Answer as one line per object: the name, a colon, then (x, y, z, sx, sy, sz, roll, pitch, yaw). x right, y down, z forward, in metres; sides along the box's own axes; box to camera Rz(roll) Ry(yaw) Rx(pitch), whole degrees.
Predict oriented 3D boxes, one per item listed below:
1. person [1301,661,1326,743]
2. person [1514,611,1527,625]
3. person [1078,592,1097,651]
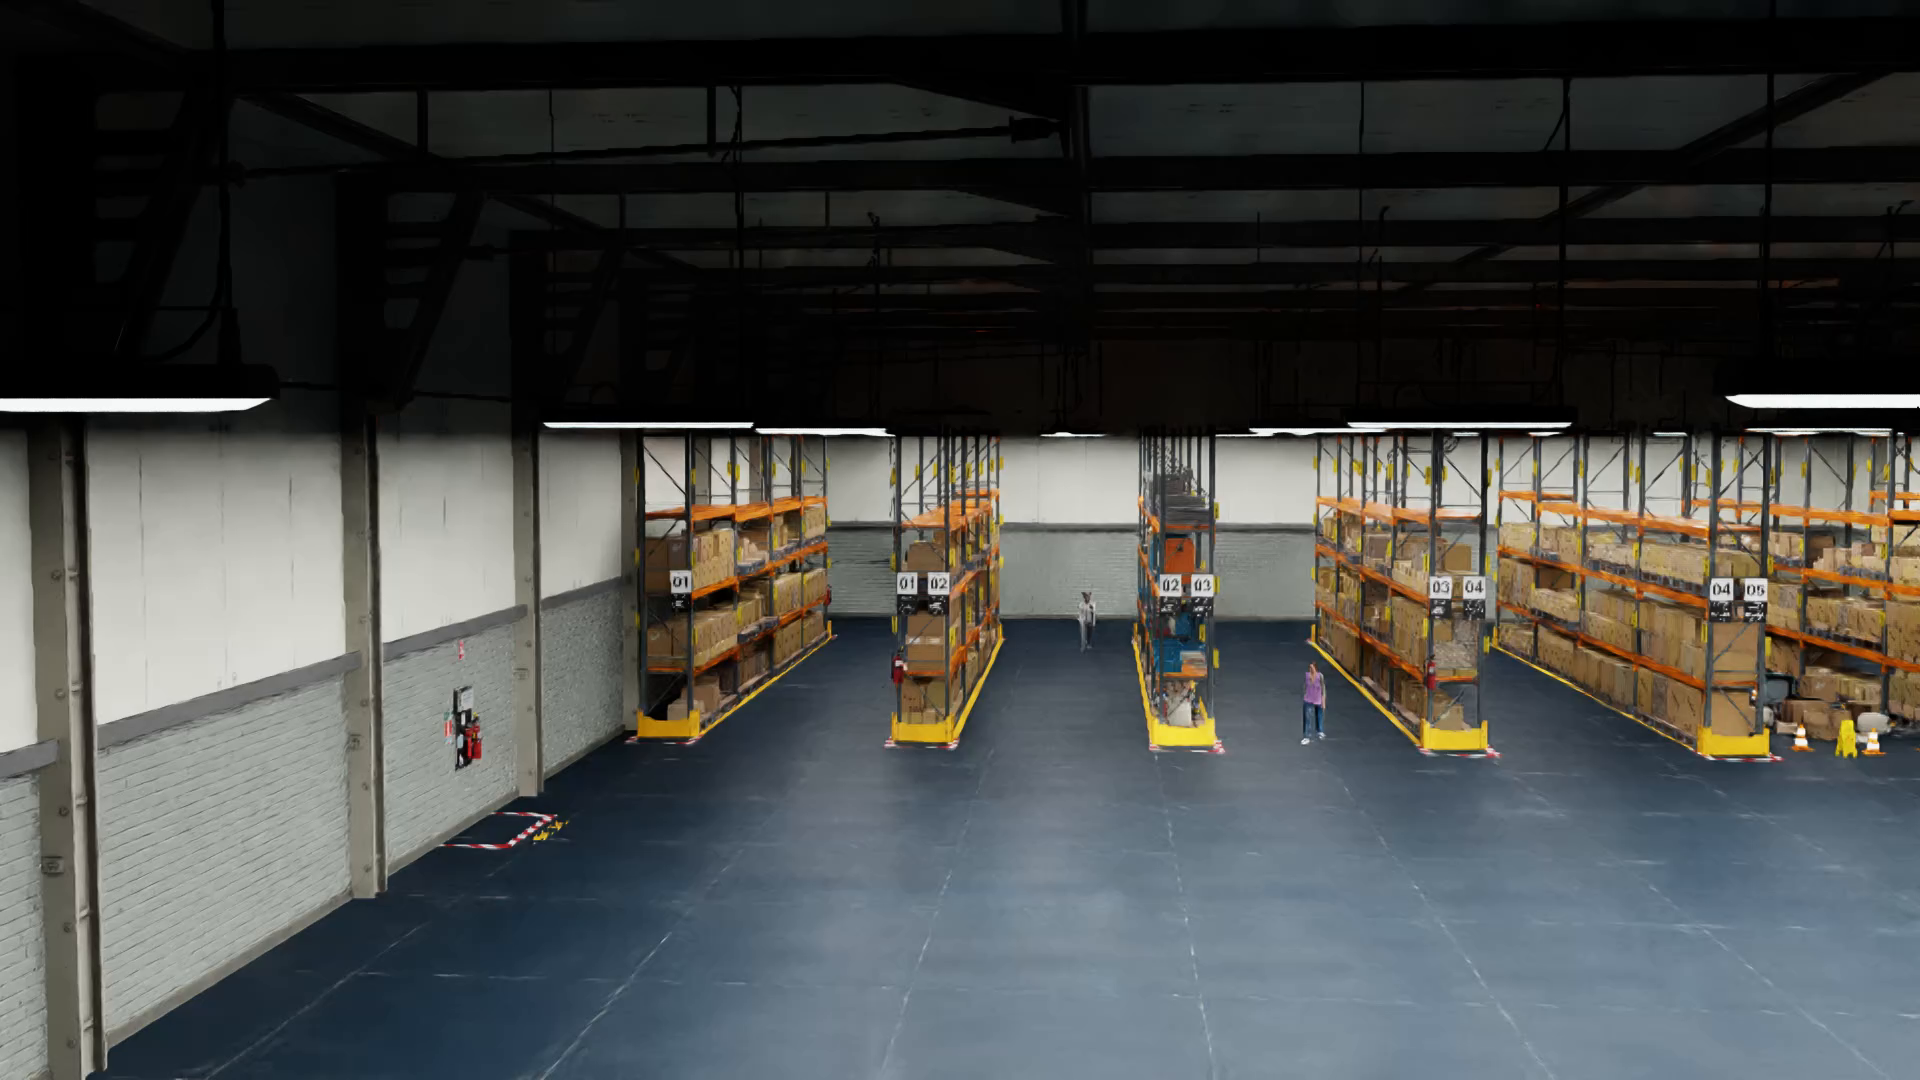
person: (6.688, 3.030, 31.338, 0.440, 1.542, 0.848, 1, 4, 22)
person: (17.085, 1.853, 50.709, 0.464, 1.584, 0.511, 3, 5, 43)
person: (3.445, 2.176, 44.921, 0.488, 1.590, 1.079, 0, 3, 2)
